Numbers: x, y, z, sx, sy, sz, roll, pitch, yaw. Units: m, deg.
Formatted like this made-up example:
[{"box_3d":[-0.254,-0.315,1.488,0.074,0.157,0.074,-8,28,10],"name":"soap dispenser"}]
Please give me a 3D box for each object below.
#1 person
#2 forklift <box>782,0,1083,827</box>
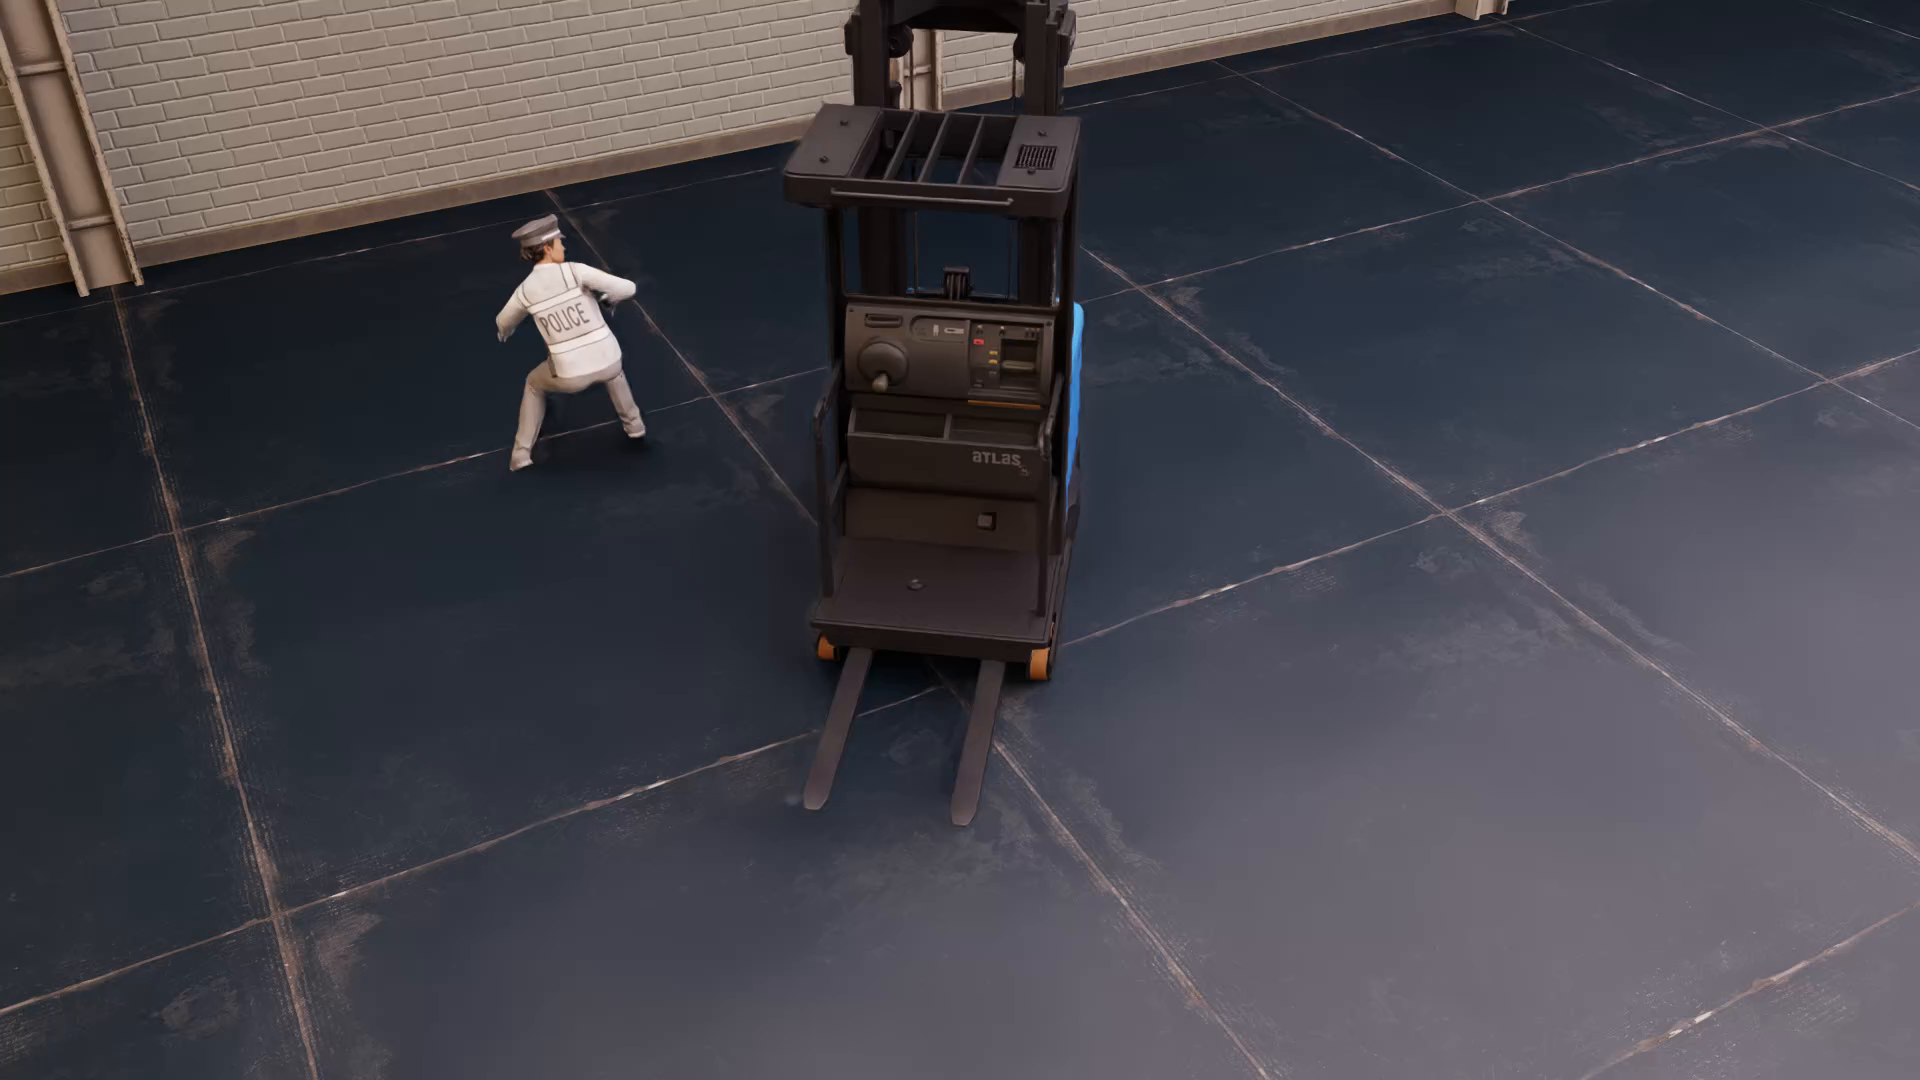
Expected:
[{"box_3d":[-2.137,-1.061,8.976,0.805,1.450,0.786,-11,37,-15],"name":"person"},{"box_3d":[-0.080,-0.762,7.202,1.130,2.935,3.031,5,36,7],"name":"forklift"}]
